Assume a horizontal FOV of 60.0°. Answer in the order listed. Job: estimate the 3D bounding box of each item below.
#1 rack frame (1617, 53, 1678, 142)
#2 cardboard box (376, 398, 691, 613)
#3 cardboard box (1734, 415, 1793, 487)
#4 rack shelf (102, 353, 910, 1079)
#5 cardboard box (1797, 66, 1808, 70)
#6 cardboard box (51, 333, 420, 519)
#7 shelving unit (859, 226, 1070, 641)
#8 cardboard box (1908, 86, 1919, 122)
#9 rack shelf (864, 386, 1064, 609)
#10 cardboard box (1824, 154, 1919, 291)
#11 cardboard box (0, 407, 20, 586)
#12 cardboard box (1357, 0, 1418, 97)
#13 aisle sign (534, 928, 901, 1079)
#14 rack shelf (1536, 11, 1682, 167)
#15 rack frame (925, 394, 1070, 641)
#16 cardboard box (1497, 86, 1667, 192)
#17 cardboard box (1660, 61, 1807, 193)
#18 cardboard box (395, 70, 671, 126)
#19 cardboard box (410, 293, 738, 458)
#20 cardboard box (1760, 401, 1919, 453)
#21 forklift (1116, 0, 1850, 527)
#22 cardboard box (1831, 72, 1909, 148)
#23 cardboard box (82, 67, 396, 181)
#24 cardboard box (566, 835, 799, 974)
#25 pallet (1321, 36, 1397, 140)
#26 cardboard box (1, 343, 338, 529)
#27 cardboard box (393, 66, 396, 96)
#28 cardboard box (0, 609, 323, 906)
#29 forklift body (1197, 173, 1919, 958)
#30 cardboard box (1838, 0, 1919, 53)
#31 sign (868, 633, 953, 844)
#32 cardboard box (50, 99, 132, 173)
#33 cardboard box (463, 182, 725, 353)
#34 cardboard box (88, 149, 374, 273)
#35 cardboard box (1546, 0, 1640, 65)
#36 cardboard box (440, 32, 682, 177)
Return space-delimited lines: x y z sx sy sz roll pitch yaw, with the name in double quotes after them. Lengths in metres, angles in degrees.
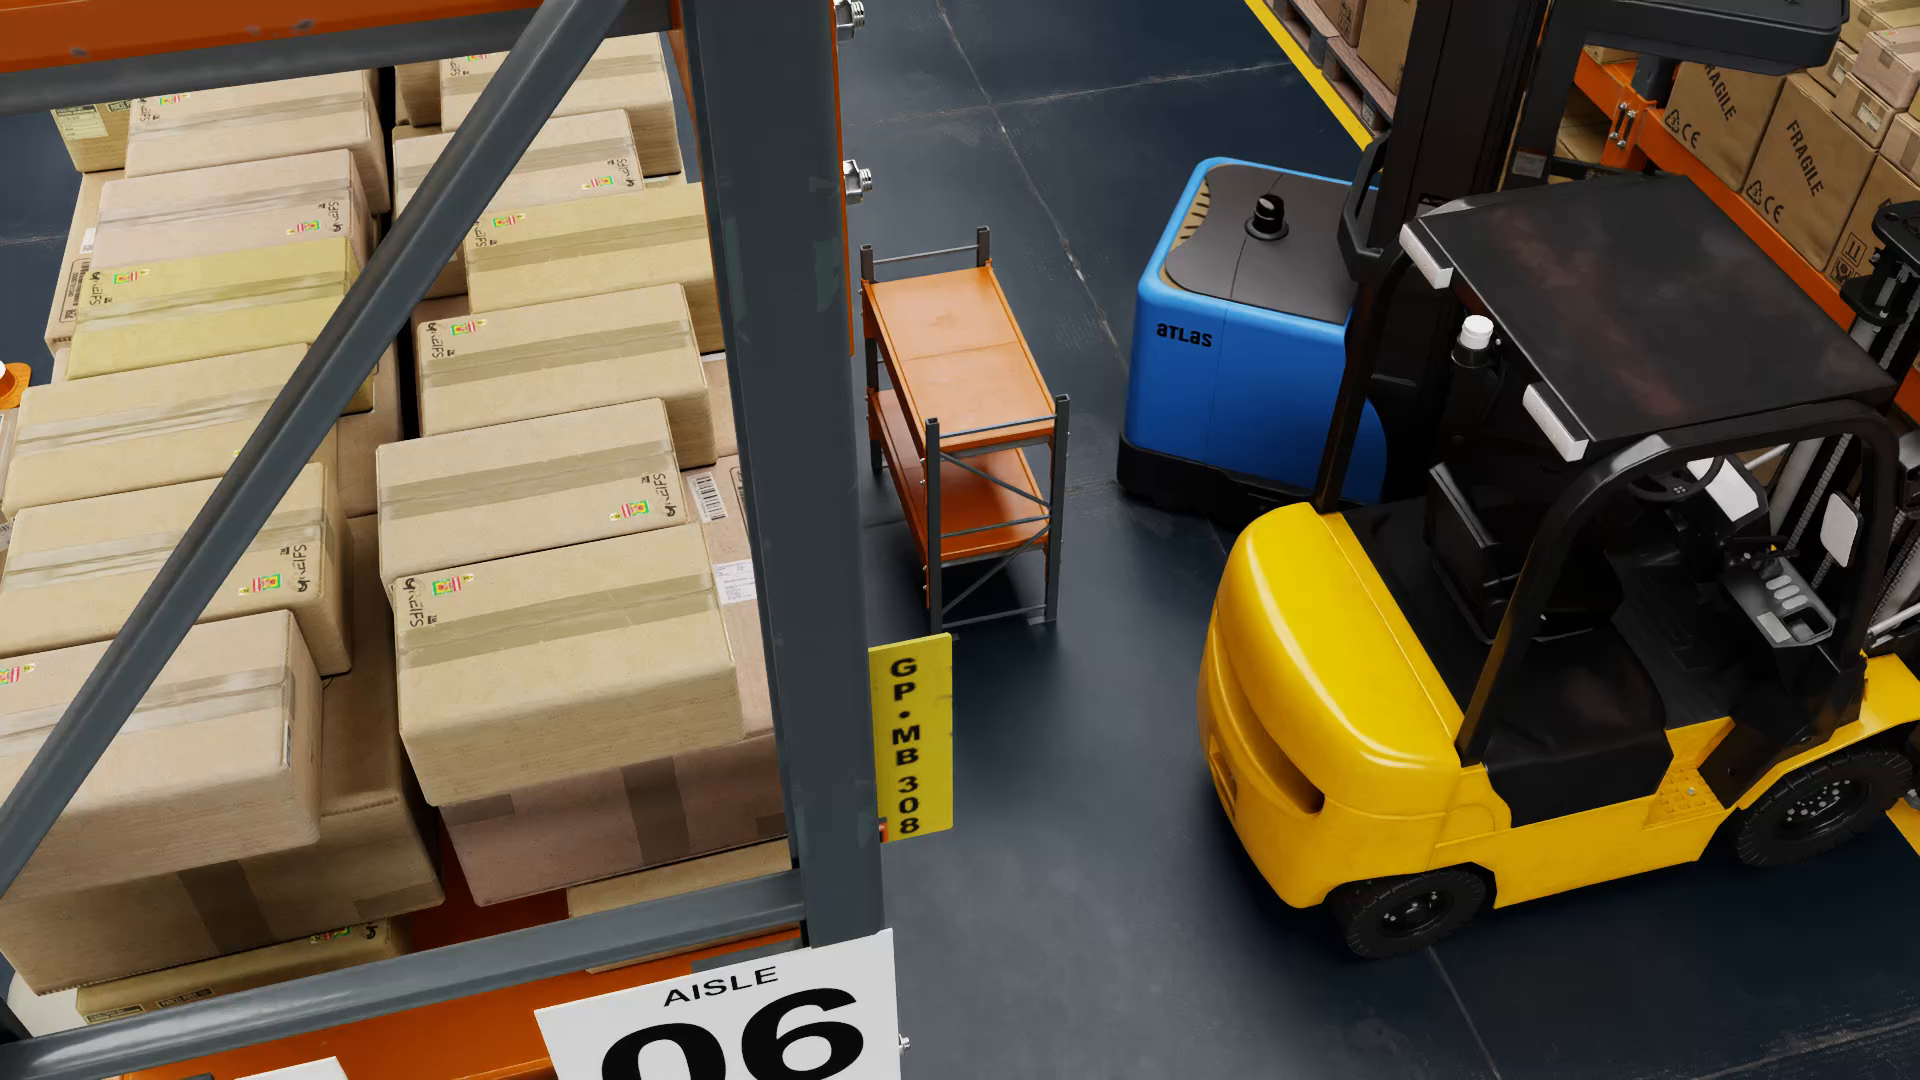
3.192 -2.002 6.612 1.000 3.000 0.127 -11 47 -10 "rack frame"
-0.555 -0.025 2.192 0.380 0.149 0.250 -11 47 -10 "cardboard box"
3.266 -0.275 6.200 0.500 0.250 0.500 -11 47 -11 "cardboard box"
-1.093 -0.510 3.553 1.077 0.370 4.000 -11 47 -10 "rack shelf"
3.087 -1.818 5.907 0.380 0.149 0.250 -10 46 -9 "cardboard box"
-1.088 -0.086 2.531 0.500 0.250 0.500 -11 47 -11 "cardboard box"
-0.002 -0.398 6.353 0.538 1.125 1.048 -11 47 -10 "shelving unit"
3.274 -1.385 5.275 0.380 0.149 0.250 -11 47 -11 "cardboard box"
-0.002 -0.227 6.527 0.538 0.278 1.000 -11 47 -10 "rack shelf"
3.333 -0.977 5.538 0.500 0.500 0.500 -11 47 -11 "cardboard box"
-3.318 -0.136 6.003 0.500 0.500 0.500 -11 47 -10 "cardboard box"
2.662 -2.732 8.696 0.875 0.625 0.625 -12 47 -12 "cardboard box"
-0.266 0.746 2.099 0.394 0.787 0.004 -11 47 -10 "aisle sign"
2.680 -3.131 8.222 1.077 0.370 4.000 -11 47 -10 "rack shelf"
0.128 -0.047 6.009 0.500 1.125 0.032 -11 47 -10 "rack frame"
3.047 -1.676 7.661 0.875 0.625 0.625 -9 46 -9 "cardboard box"
3.053 -1.683 6.229 0.500 0.500 0.500 -12 47 -11 "cardboard box"
-0.841 -0.887 3.315 0.500 0.250 0.500 -10 46 -9 "cardboard box"
-0.572 -0.177 2.620 0.500 0.250 0.500 -11 47 -11 "cardboard box"
3.272 -0.449 6.021 0.500 0.250 0.500 -9 46 -9 "cardboard box"
2.221 -1.169 5.843 3.031 2.935 1.130 15 47 14 "forklift"
3.172 -1.459 5.555 0.380 0.149 0.250 -10 46 -9 "cardboard box"
-1.369 -0.789 3.220 0.500 0.250 0.500 -10 46 -10 "cardboard box"
-0.352 0.419 2.315 0.380 0.149 0.250 -11 47 -10 "cardboard box"
2.650 -2.372 8.927 1.003 0.211 1.213 -11 47 -10 "pallet"
-1.065 -0.109 2.274 0.380 0.149 0.250 -11 47 -11 "cardboard box"
-1.496 -1.086 3.789 0.380 0.149 0.250 -12 47 -12 "cardboard box"
-0.953 0.249 1.923 0.380 0.149 0.250 -10 46 -10 "cardboard box"
1.967 0.081 5.165 2.313 2.155 1.214 -11 47 -10 "forklift body"
3.215 -1.756 5.638 0.380 0.149 0.250 -11 47 -11 "cardboard box"
-0.057 0.214 1.728 0.100 0.325 0.005 -11 47 -10 "sign"
-1.379 -0.804 2.955 0.380 0.149 0.250 -10 46 -9 "cardboard box"
-0.552 -0.396 2.555 0.380 0.149 0.250 -11 47 -10 "cardboard box"
-1.136 -0.464 2.622 0.380 0.149 0.250 -11 47 -10 "cardboard box"
2.810 -2.250 6.960 0.500 0.250 0.500 -10 46 -9 "cardboard box"
-0.696 -0.745 2.897 0.380 0.149 0.250 -10 46 -9 "cardboard box"
